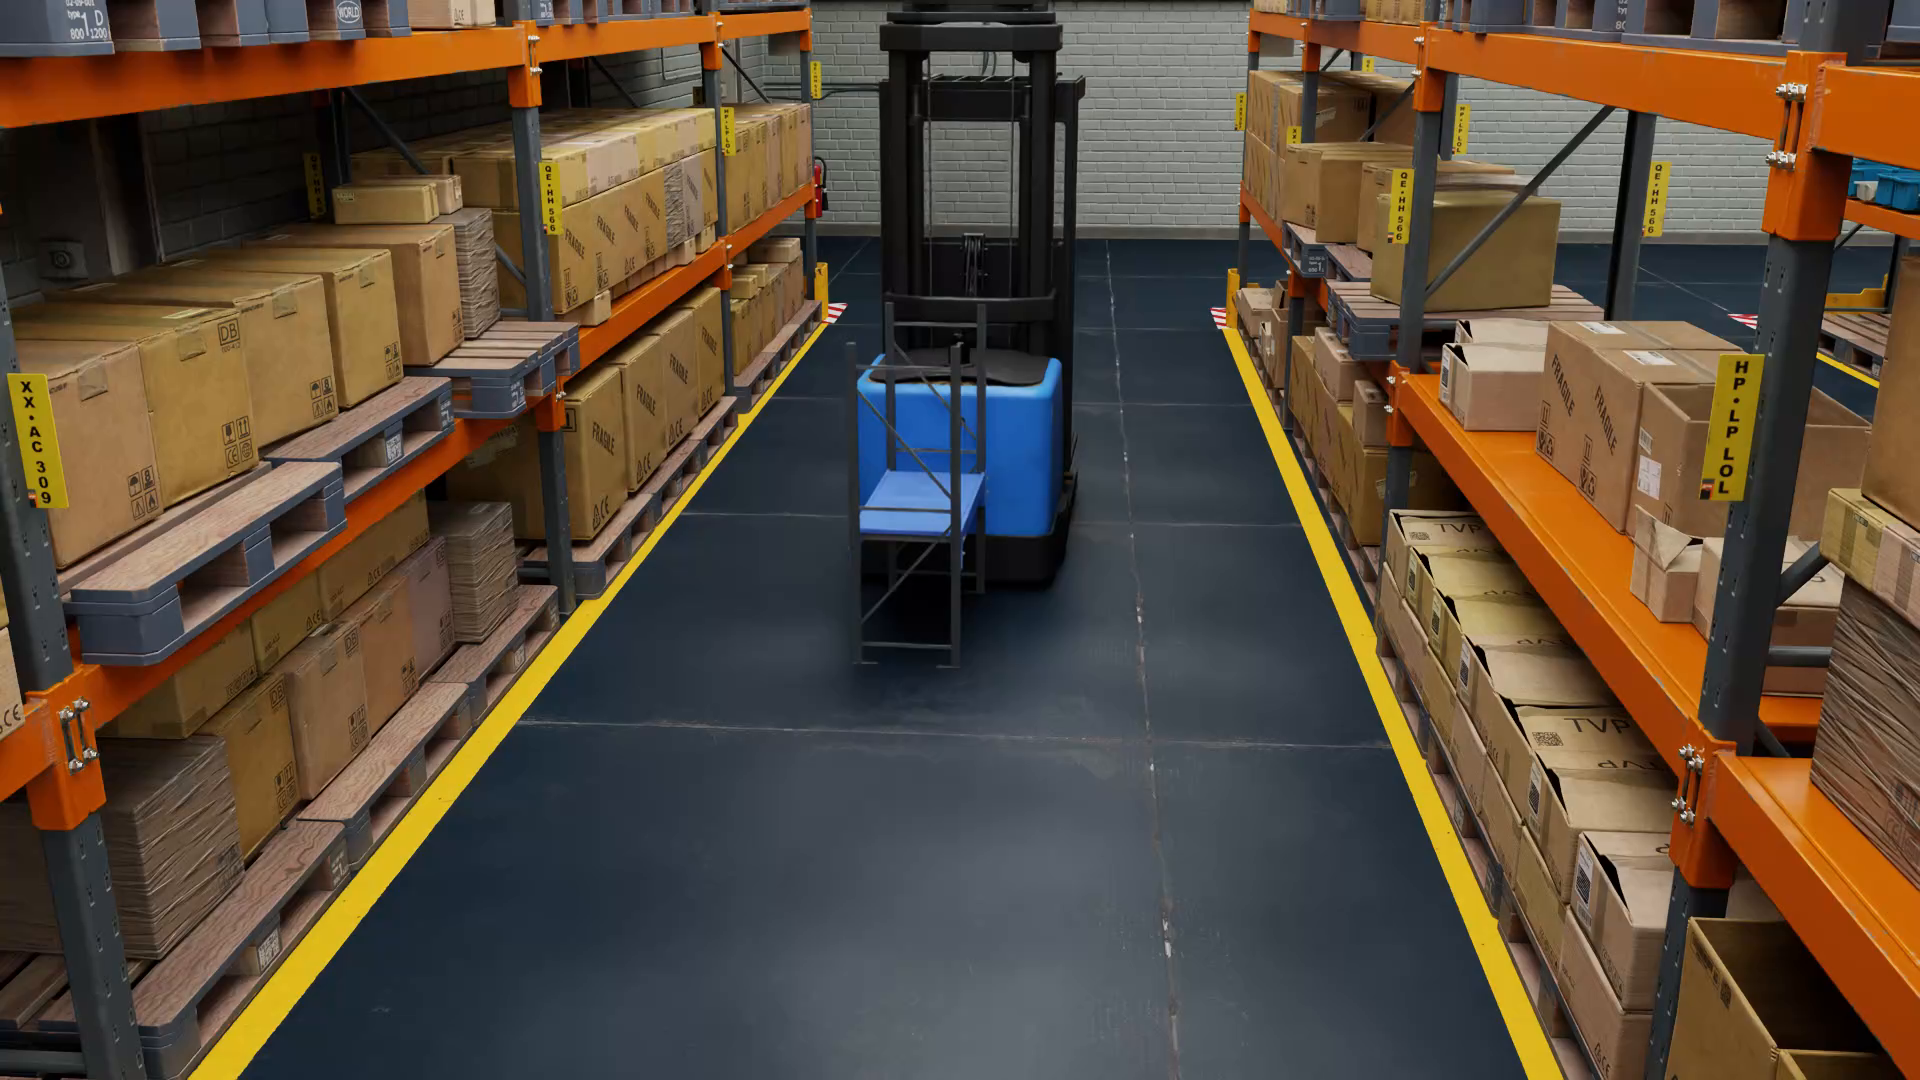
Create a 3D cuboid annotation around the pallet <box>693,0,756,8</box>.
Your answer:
[{"bbox_3d":[-2.077,-3.952,11.991,1.003,0.211,1.213,1,18,4],"label":"pallet"}]

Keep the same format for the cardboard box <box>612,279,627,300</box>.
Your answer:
[{"bbox_3d":[-2.114,-1.460,9.432,0.380,0.149,0.250,2,18,5],"label":"cardboard box"}]

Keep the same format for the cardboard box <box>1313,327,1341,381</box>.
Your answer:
[{"bbox_3d":[2.446,-1.127,10.150,0.500,0.250,0.500,1,18,4],"label":"cardboard box"}]

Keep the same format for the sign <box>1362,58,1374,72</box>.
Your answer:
[{"bbox_3d":[3.634,-4.129,14.841,0.100,0.325,0.005,1,18,4],"label":"sign"}]

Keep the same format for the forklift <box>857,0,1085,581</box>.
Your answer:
[{"bbox_3d":[0.133,-1.596,9.587,1.130,2.935,3.031,2,18,7],"label":"forklift"}]

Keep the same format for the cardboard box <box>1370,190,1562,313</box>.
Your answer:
[{"bbox_3d":[2.441,-1.408,8.068,0.700,0.500,0.500,-5,19,-15],"label":"cardboard box"}]

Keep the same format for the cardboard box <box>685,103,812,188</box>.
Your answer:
[{"bbox_3d":[-1.886,-3.541,14.931,0.980,0.700,0.700,2,18,6],"label":"cardboard box"}]

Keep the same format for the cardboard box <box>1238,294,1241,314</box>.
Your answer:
[{"bbox_3d":[2.691,-2.110,14.890,0.380,0.166,0.250,1,18,4],"label":"cardboard box"}]

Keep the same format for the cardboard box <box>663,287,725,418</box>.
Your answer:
[{"bbox_3d":[-2.063,-1.288,11.314,0.750,0.750,0.750,1,18,5],"label":"cardboard box"}]

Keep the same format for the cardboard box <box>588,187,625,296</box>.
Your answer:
[{"bbox_3d":[-2.096,-1.578,8.752,0.500,0.500,0.500,2,18,6],"label":"cardboard box"}]

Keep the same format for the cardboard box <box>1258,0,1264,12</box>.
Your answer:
[{"bbox_3d":[2.743,-4.493,13.741,0.500,0.250,0.500,1,18,4],"label":"cardboard box"}]

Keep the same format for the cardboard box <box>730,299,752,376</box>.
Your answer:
[{"bbox_3d":[-1.990,-1.556,12.696,0.700,0.500,0.500,2,18,5],"label":"cardboard box"}]

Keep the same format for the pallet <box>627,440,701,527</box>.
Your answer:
[{"bbox_3d":[-2.211,-0.368,10.208,1.003,0.211,1.213,1,18,4],"label":"pallet"}]

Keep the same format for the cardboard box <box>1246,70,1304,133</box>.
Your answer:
[{"bbox_3d":[2.787,-3.838,14.553,0.500,0.500,0.500,2,18,6],"label":"cardboard box"}]

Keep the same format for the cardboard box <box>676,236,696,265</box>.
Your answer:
[{"bbox_3d":[-1.906,-1.852,10.629,0.380,0.149,0.250,1,18,4],"label":"cardboard box"}]

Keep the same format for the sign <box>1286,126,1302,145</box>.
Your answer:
[{"bbox_3d":[2.253,-2.626,11.231,0.100,0.325,0.005,1,18,4],"label":"sign"}]

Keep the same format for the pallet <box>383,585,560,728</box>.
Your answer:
[{"bbox_3d":[-2.490,0.495,7.572,1.003,0.211,1.213,1,18,4],"label":"pallet"}]

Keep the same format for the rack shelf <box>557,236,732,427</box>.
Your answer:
[{"bbox_3d":[-2.289,-1.352,9.886,1.077,0.370,4.000,1,18,4],"label":"rack shelf"}]

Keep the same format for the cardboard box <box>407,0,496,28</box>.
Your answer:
[{"bbox_3d":[-2.215,-2.235,6.721,0.500,0.311,0.500,1,18,4],"label":"cardboard box"}]

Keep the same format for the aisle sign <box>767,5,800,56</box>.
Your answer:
[{"bbox_3d":[-1.555,-4.808,15.104,0.394,0.787,0.004,1,18,4],"label":"aisle sign"}]

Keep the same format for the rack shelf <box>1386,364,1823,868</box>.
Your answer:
[{"bbox_3d":[2.365,0.000,5.761,1.077,0.370,4.000,1,18,4],"label":"rack shelf"}]

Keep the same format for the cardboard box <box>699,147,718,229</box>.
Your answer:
[{"bbox_3d":[-1.928,-2.364,11.150,0.500,0.500,0.500,1,18,3],"label":"cardboard box"}]

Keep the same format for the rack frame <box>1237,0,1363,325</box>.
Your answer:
[{"bbox_3d":[3.082,-3.448,15.127,1.000,3.000,0.127,1,18,4],"label":"rack frame"}]

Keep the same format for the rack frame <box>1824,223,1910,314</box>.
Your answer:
[{"bbox_3d":[8.022,-3.336,14.786,1.000,3.000,0.127,1,18,4],"label":"rack frame"}]

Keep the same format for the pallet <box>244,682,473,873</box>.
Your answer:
[{"bbox_3d":[-2.580,0.873,6.419,1.003,0.211,1.213,1,18,4],"label":"pallet"}]

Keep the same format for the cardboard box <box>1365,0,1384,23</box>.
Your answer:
[{"bbox_3d":[2.580,-2.892,8.454,0.910,0.500,0.500,1,18,4],"label":"cardboard box"}]

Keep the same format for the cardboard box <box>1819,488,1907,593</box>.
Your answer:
[{"bbox_3d":[2.009,0.003,3.395,0.380,0.149,0.250,1,18,4],"label":"cardboard box"}]

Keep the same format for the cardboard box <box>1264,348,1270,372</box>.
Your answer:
[{"bbox_3d":[2.520,-1.361,12.630,0.380,0.149,0.250,1,18,4],"label":"cardboard box"}]

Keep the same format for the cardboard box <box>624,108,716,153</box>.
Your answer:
[{"bbox_3d":[-1.924,-2.719,11.028,0.500,0.250,0.500,2,18,5],"label":"cardboard box"}]

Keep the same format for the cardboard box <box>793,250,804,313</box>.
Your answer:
[{"bbox_3d":[-1.810,-2.349,15.115,0.700,0.500,0.500,1,18,4],"label":"cardboard box"}]

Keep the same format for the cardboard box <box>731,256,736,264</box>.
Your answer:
[{"bbox_3d":[-2.089,-2.307,13.944,0.380,0.149,0.250,1,18,4],"label":"cardboard box"}]

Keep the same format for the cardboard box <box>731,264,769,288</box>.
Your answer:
[{"bbox_3d":[-1.746,-2.129,13.402,0.380,0.149,0.250,1,18,2],"label":"cardboard box"}]

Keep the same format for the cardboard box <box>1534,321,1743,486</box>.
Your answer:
[{"bbox_3d":[2.404,-0.489,5.938,0.500,0.500,0.500,0,18,1],"label":"cardboard box"}]

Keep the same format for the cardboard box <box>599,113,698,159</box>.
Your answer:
[{"bbox_3d":[-1.971,-2.560,10.544,0.500,0.250,0.500,2,18,5],"label":"cardboard box"}]

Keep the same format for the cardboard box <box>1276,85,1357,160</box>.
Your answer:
[{"bbox_3d":[2.607,-3.050,12.147,0.500,0.500,0.500,1,18,3],"label":"cardboard box"}]

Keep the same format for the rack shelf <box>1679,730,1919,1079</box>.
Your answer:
[{"bbox_3d":[2.078,1.242,1.970,1.077,0.370,4.000,1,18,4],"label":"rack shelf"}]

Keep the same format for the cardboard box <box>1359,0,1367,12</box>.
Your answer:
[{"bbox_3d":[2.565,-3.716,11.371,0.500,0.250,0.500,1,18,4],"label":"cardboard box"}]

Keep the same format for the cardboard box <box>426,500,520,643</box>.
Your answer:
[{"bbox_3d":[-2.432,0.131,7.513,0.700,0.500,0.500,2,18,5],"label":"cardboard box"}]

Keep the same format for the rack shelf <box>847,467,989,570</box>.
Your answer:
[{"bbox_3d":[-0.183,-0.117,7.950,0.538,0.185,1.000,2,18,7],"label":"rack shelf"}]

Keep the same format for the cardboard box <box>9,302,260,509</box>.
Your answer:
[{"bbox_3d":[-2.602,-0.417,5.012,0.700,0.500,0.500,3,18,10],"label":"cardboard box"}]

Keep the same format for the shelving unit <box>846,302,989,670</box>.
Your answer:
[{"bbox_3d":[-0.183,-0.288,7.894,0.538,1.500,1.048,2,18,7],"label":"shelving unit"}]

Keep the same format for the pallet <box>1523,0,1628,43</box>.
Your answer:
[{"bbox_3d":[2.472,-1.739,5.397,1.003,0.211,1.213,2,18,6],"label":"pallet"}]

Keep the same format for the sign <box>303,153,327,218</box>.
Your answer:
[{"bbox_3d":[-2.987,-1.634,7.733,0.100,0.325,0.005,1,18,4],"label":"sign"}]

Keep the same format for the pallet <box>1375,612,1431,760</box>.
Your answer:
[{"bbox_3d":[2.410,0.617,7.201,1.003,0.211,1.213,1,18,4],"label":"pallet"}]

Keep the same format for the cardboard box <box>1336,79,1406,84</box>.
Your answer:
[{"bbox_3d":[3.220,-3.348,13.058,0.500,0.500,0.500,2,18,6],"label":"cardboard box"}]

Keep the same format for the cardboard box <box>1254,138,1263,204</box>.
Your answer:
[{"bbox_3d":[2.717,-3.047,13.744,0.500,0.500,0.500,1,18,4],"label":"cardboard box"}]

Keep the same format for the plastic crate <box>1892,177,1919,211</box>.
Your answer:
[{"bbox_3d":[7.560,-2.713,13.059,0.416,0.233,0.300,1,18,4],"label":"plastic crate"}]

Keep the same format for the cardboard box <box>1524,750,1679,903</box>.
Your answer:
[{"bbox_3d":[1.996,0.826,4.926,0.500,0.311,0.500,2,18,5],"label":"cardboard box"}]

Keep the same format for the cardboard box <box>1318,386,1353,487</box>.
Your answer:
[{"bbox_3d":[2.410,-0.604,9.756,0.500,0.500,0.500,1,18,2],"label":"cardboard box"}]

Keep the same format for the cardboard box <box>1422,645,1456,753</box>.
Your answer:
[{"bbox_3d":[2.112,0.618,6.461,0.500,0.250,0.500,1,18,2],"label":"cardboard box"}]

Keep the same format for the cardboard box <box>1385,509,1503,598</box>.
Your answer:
[{"bbox_3d":[2.178,0.034,7.344,0.500,0.311,0.500,2,18,6],"label":"cardboard box"}]

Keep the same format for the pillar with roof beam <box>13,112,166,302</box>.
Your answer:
[{"bbox_3d":[0.905,-3.443,5.478,9.100,9.000,0.400,1,18,4],"label":"pillar with roof beam"}]

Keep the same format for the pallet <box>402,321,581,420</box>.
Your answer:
[{"bbox_3d":[-2.378,-0.758,7.226,1.213,0.211,1.003,1,18,4],"label":"pallet"}]

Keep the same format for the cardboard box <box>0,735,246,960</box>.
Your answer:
[{"bbox_3d":[-2.683,0.920,5.107,0.700,0.500,0.500,2,18,6],"label":"cardboard box"}]

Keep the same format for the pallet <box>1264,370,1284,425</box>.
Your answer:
[{"bbox_3d":[2.845,-1.093,12.421,1.003,0.211,1.213,1,18,4],"label":"pallet"}]
